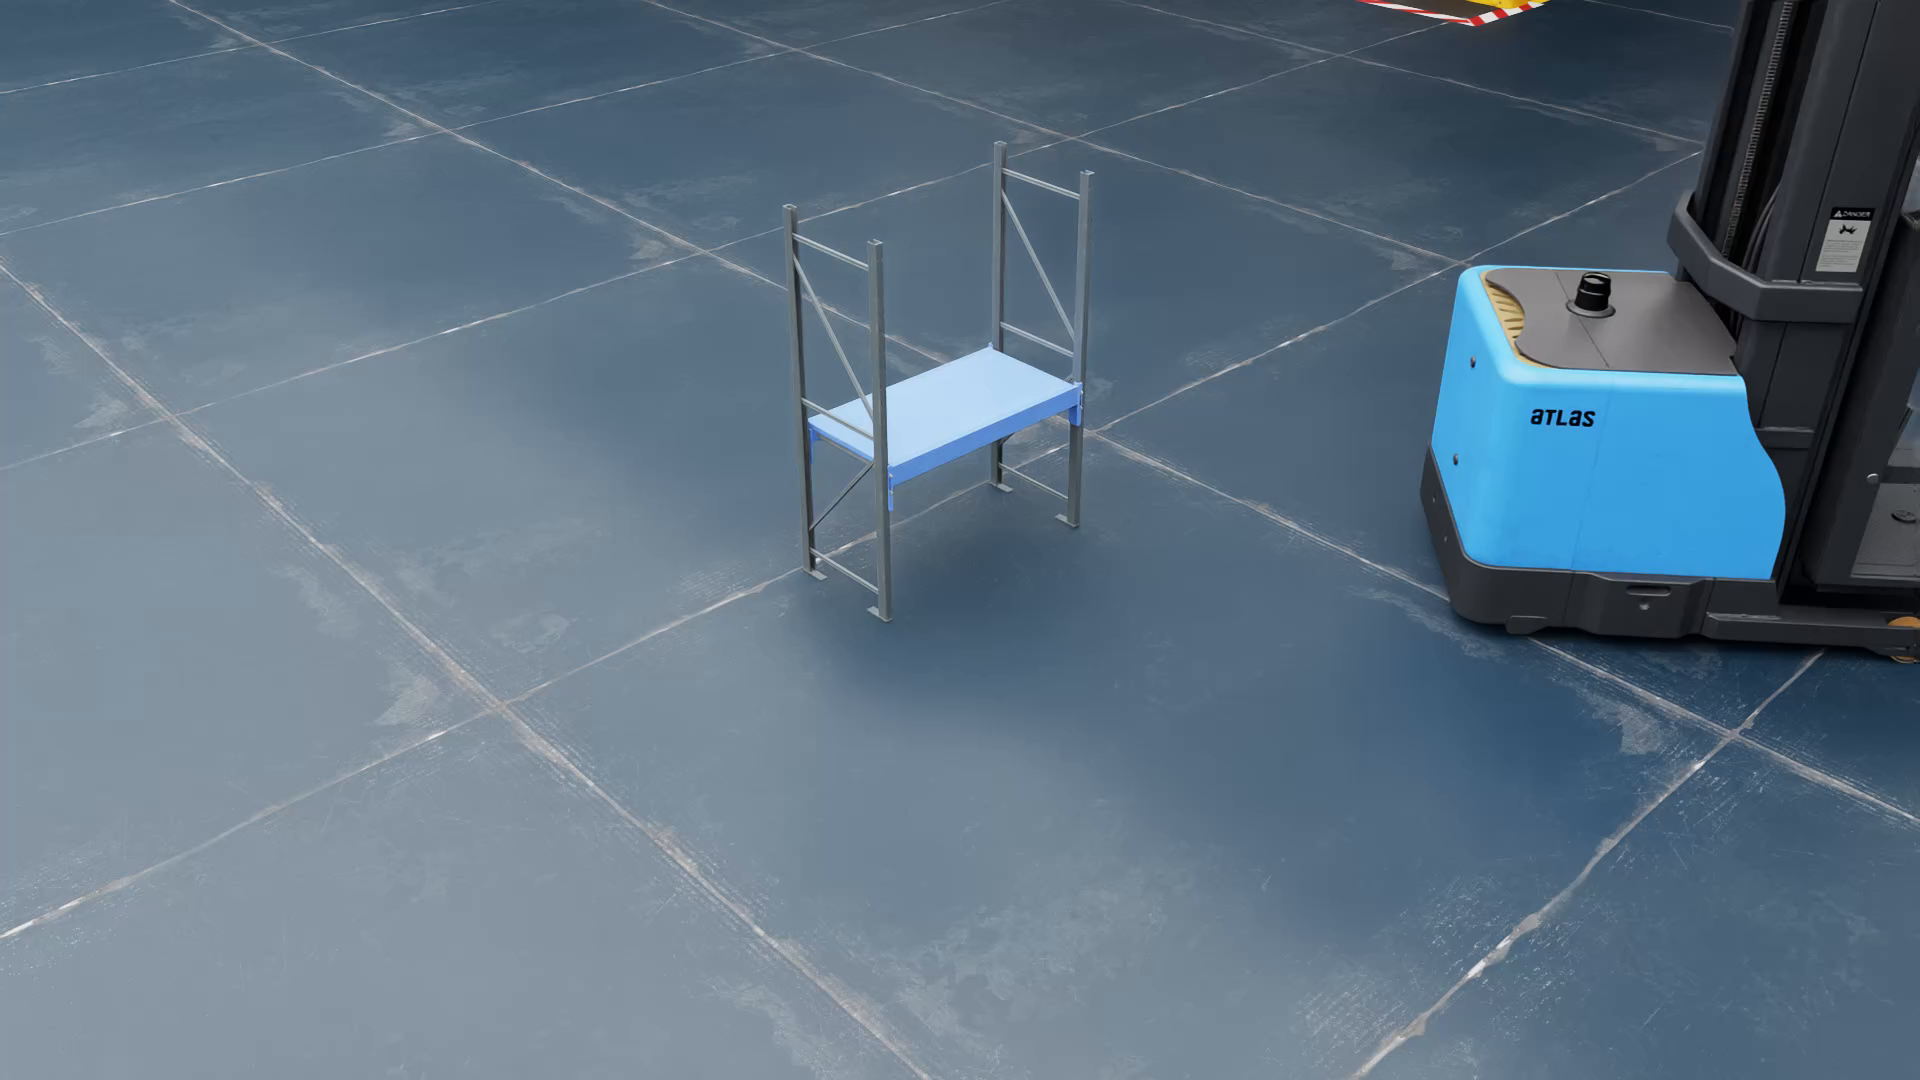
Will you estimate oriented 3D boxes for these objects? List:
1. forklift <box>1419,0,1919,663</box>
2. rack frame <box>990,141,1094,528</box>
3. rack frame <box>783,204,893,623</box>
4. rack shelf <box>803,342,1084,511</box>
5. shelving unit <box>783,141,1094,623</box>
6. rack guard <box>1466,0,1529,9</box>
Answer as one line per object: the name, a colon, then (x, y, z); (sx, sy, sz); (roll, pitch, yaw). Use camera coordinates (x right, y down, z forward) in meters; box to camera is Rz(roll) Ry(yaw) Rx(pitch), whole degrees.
forklift: (3.383, -1.087, 5.718); (3.031, 2.935, 1.130); (3, 32, 5)
rack frame: (0.310, -0.790, 6.604); (0.032, 1.500, 0.500); (-26, 40, -35)
rack frame: (-0.435, -0.429, 6.014); (0.032, 1.500, 0.500); (-26, 40, -35)
rack shelf: (-0.063, -0.456, 6.403); (1.000, 0.185, 0.538); (-26, 40, -35)
shelving unit: (-0.063, -0.610, 6.309); (1.048, 1.500, 0.538); (-26, 40, -35)
rack guard: (4.388, -4.995, 14.440); (0.348, 0.500, 1.175); (-26, 40, -35)
